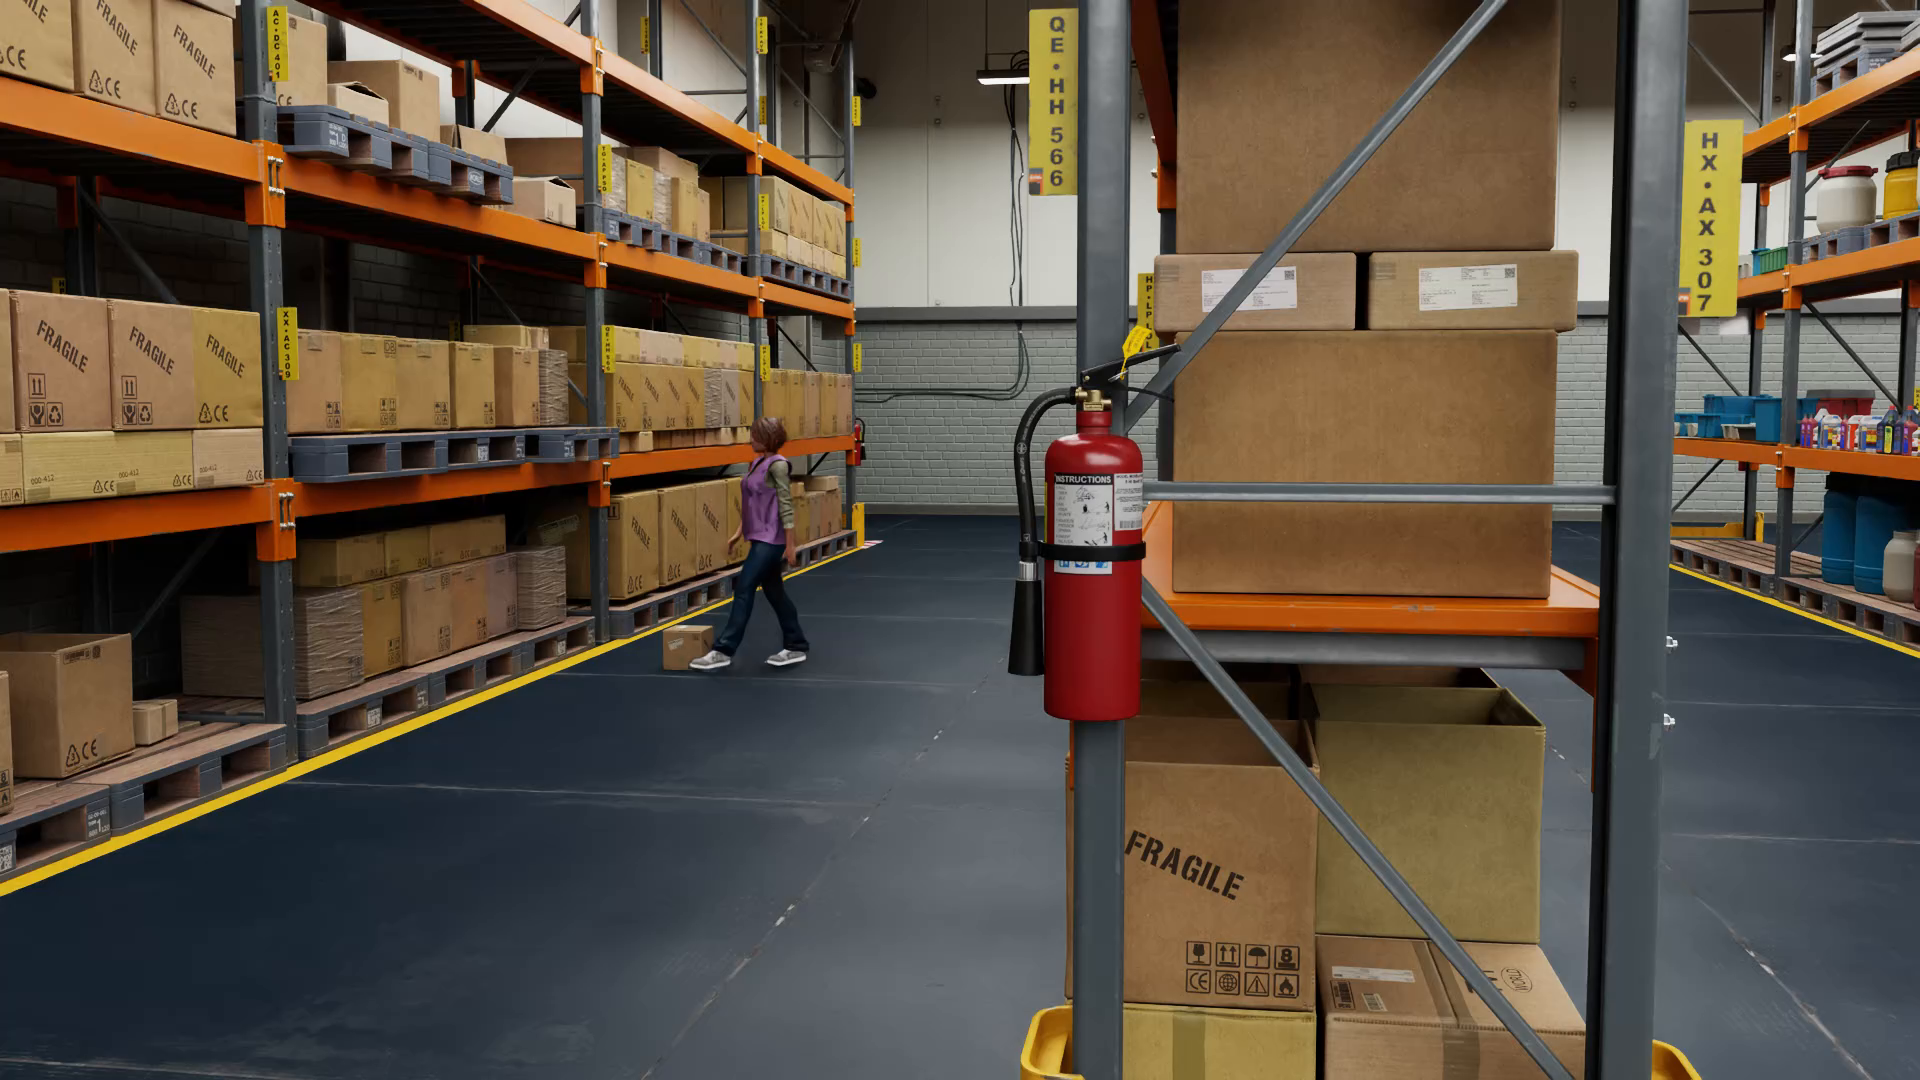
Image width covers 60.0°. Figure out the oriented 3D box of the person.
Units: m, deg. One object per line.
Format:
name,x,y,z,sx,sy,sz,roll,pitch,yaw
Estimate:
person,-1.328,0.019,10.407,0.808,1.576,0.461,-2,5,-20
